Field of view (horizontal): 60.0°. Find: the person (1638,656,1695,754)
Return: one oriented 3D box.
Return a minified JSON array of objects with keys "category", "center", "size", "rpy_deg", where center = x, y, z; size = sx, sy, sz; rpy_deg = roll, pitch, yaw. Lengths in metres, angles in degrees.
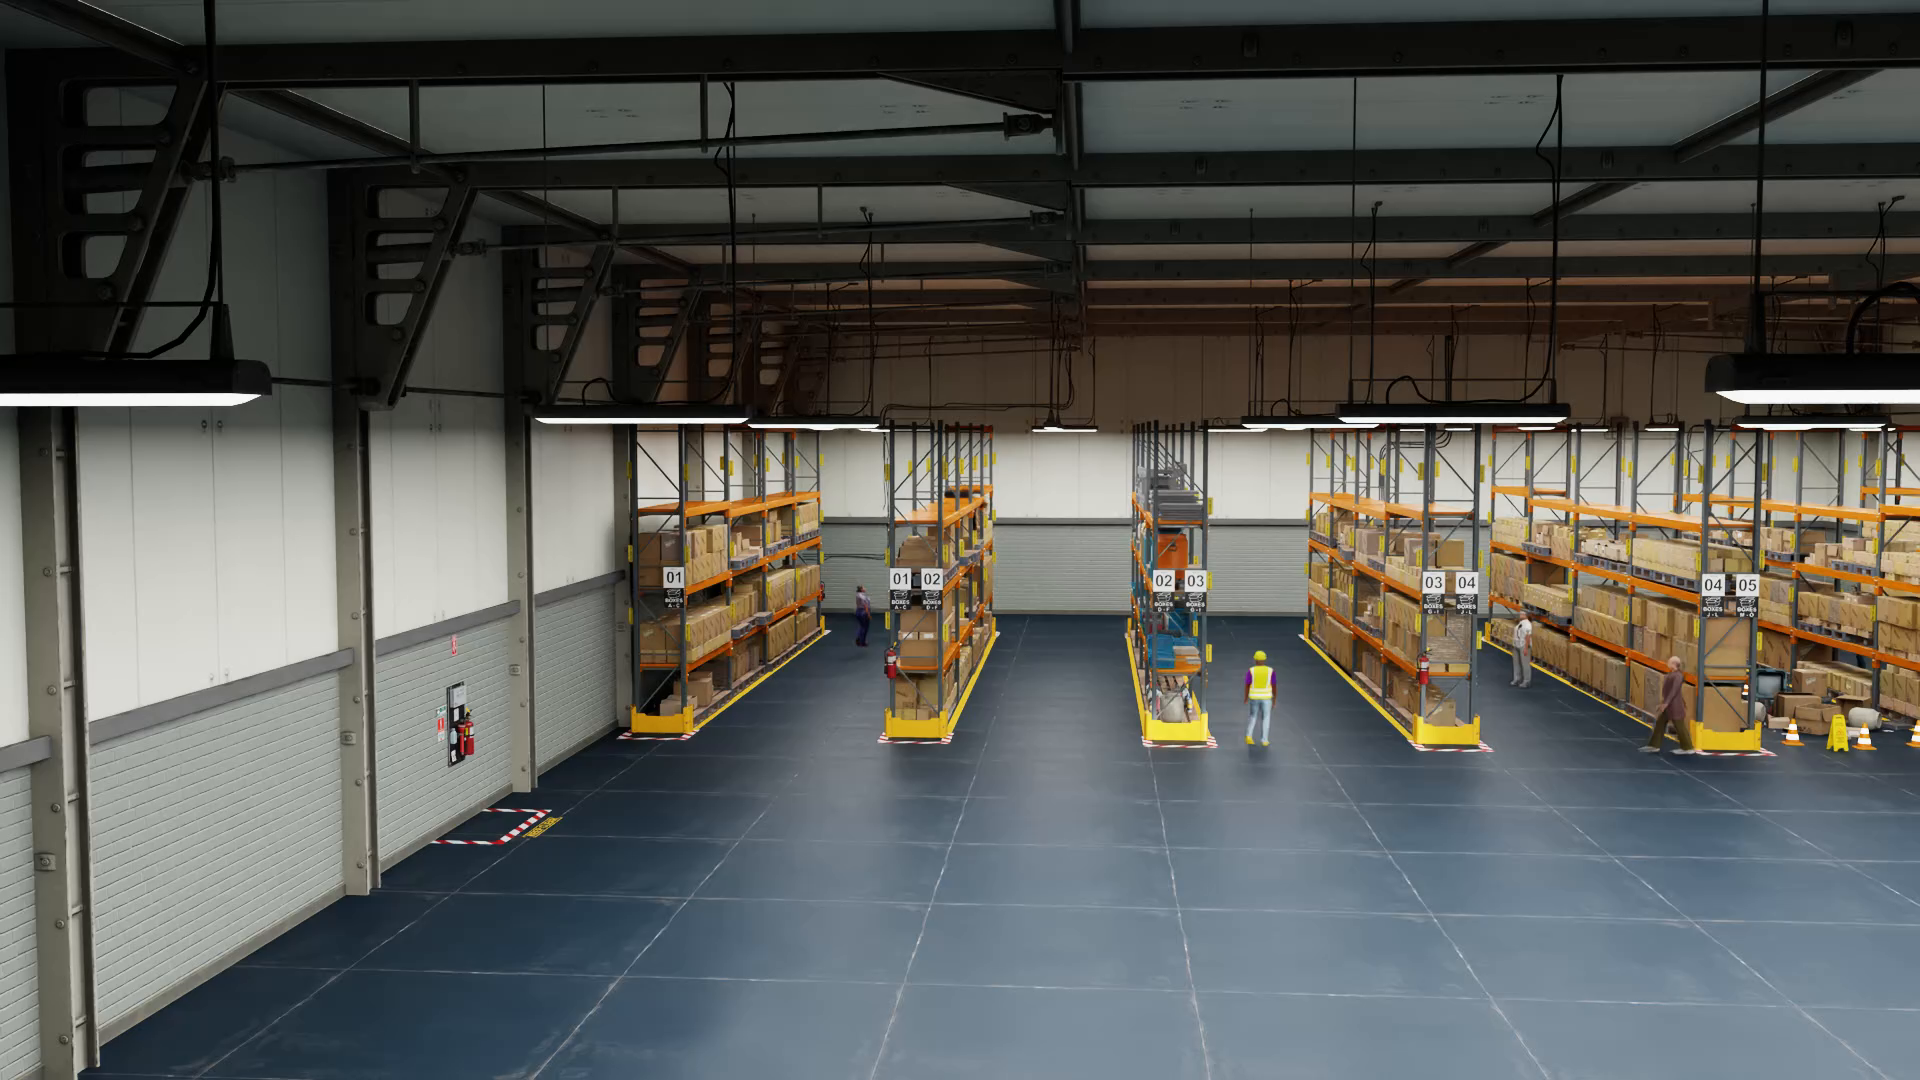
[{"category":"person","center":[12.646,2.960,29.683],"size":[0.904,1.769,0.676],"rpy_deg":[1,4,11]}]

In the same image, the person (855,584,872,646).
[{"category":"person","center":[-2.506,1.995,43.611],"size":[0.429,1.629,0.509],"rpy_deg":[-3,5,-41]}]

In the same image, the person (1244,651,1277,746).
[{"category":"person","center":[5.551,2.915,30.667],"size":[0.590,1.765,0.515],"rpy_deg":[2,4,24]}]

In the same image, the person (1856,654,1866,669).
[{"category":"person","center":[21.172,2.452,39.154],"size":[0.426,1.588,0.530],"rpy_deg":[-3,5,-38]}]

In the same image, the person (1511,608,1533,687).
[{"category":"person","center":[12.793,2.436,37.860],"size":[0.438,1.779,0.570],"rpy_deg":[-1,4,-20]}]
